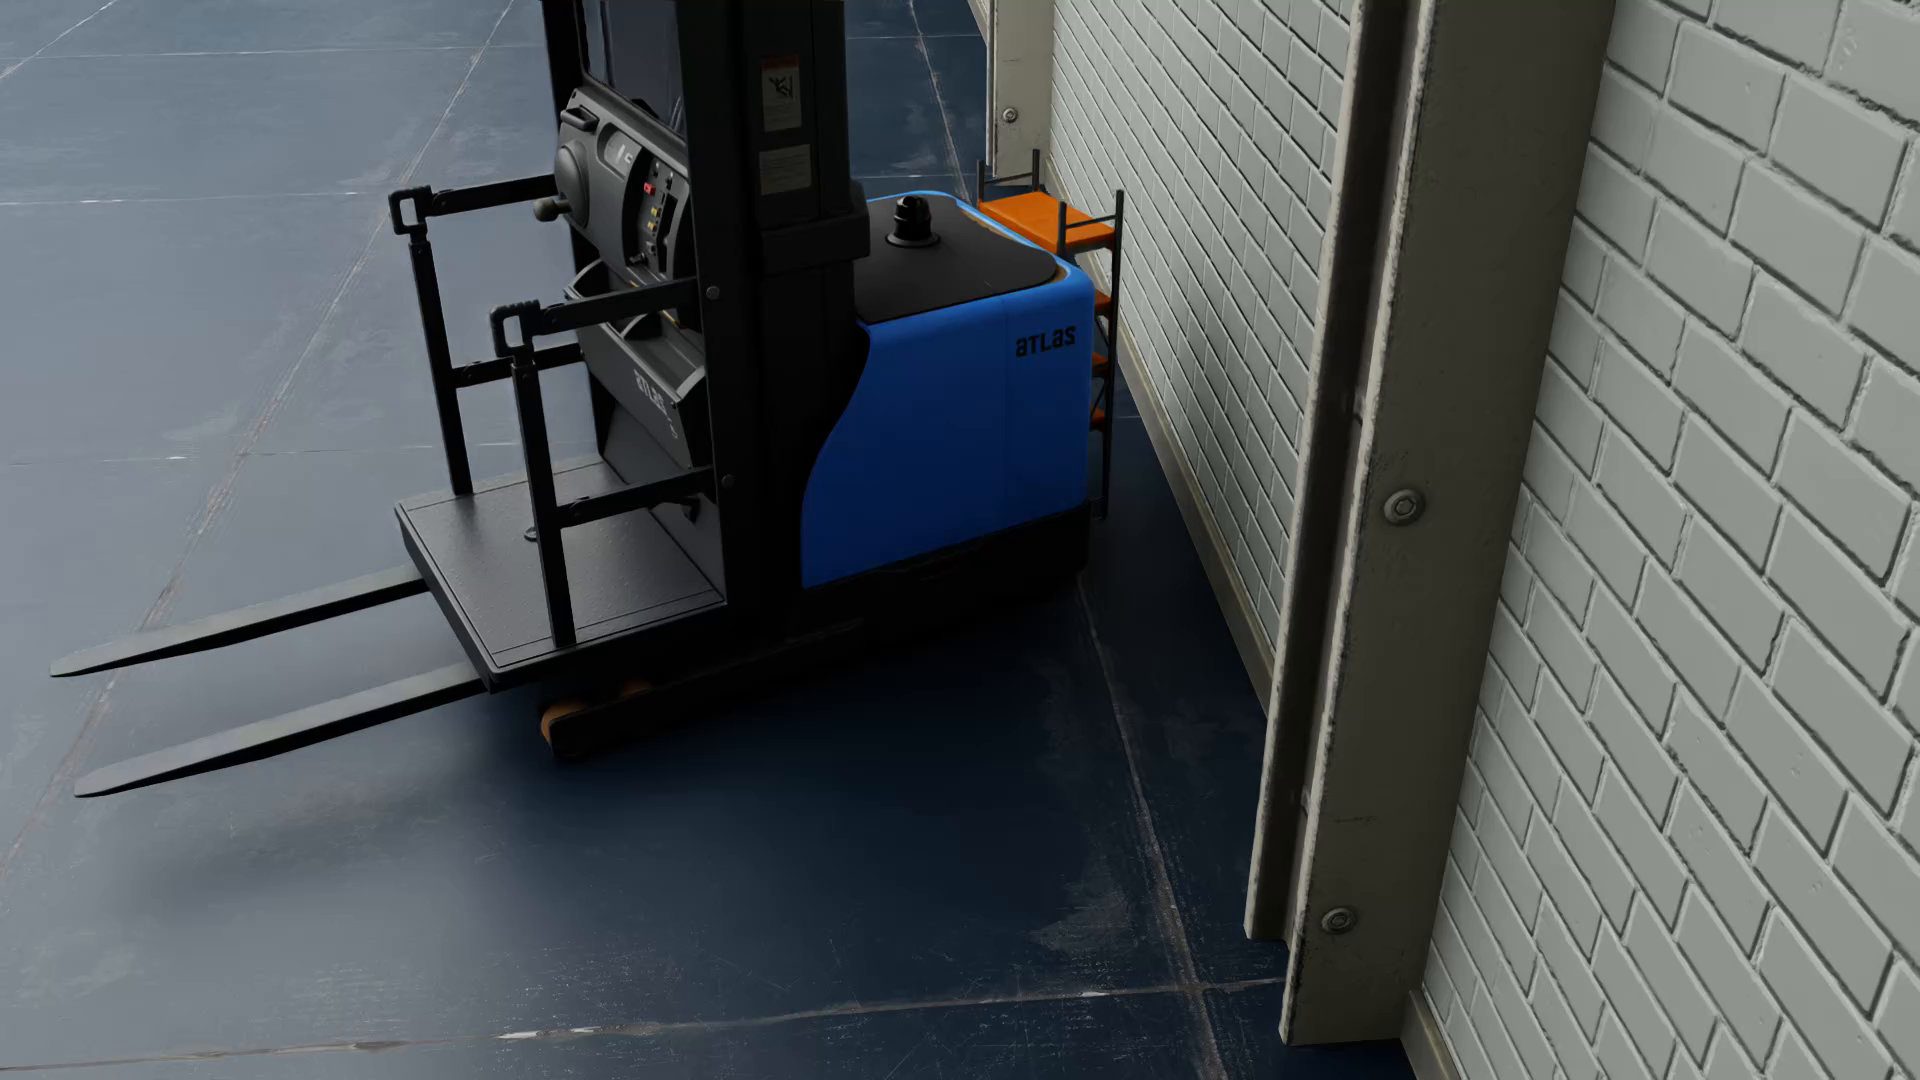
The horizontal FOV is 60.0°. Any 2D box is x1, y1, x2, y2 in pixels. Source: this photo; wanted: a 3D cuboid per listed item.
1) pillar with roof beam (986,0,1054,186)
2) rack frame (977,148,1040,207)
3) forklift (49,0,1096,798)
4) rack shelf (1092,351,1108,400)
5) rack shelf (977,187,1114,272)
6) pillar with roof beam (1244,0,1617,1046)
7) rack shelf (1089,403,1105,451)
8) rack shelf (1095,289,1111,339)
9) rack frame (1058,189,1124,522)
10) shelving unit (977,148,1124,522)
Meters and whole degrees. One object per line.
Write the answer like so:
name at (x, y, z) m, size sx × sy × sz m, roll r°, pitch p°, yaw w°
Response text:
pillar with roof beam at (-3.968, -5.670, 6.467) m, size 9.100 × 9.000 × 0.400 m, roll -3°, pitch 31°, yaw -5°
rack frame at (0.163, -0.778, 5.882) m, size 0.240 × 1.200 × 0.015 m, roll -17°, pitch 35°, yaw -26°
forklift at (-1.109, -0.954, 4.489) m, size 3.031 × 2.935 × 1.130 m, roll -17°, pitch 35°, yaw -26°
rack shelf at (0.289, -0.612, 5.736) m, size 0.258 × 0.148 × 0.480 m, roll -17°, pitch 35°, yaw -26°
rack shelf at (0.289, -1.007, 5.500) m, size 0.258 × 0.148 × 0.480 m, roll -17°, pitch 35°, yaw -26°
pillar with roof beam at (-3.408, -2.607, 1.339) m, size 9.100 × 9.000 × 0.400 m, roll -3°, pitch 31°, yaw -5°
rack shelf at (0.289, -0.442, 5.838) m, size 0.258 × 0.148 × 0.480 m, roll -17°, pitch 35°, yaw -26°
rack shelf at (0.289, -0.804, 5.622) m, size 0.258 × 0.148 × 0.480 m, roll -17°, pitch 35°, yaw -26°
rack frame at (0.414, -0.563, 5.522) m, size 0.240 × 1.200 × 0.015 m, roll -17°, pitch 35°, yaw -26°
shelving unit at (0.289, -0.670, 5.702) m, size 0.258 × 1.200 × 0.503 m, roll -17°, pitch 35°, yaw -26°
